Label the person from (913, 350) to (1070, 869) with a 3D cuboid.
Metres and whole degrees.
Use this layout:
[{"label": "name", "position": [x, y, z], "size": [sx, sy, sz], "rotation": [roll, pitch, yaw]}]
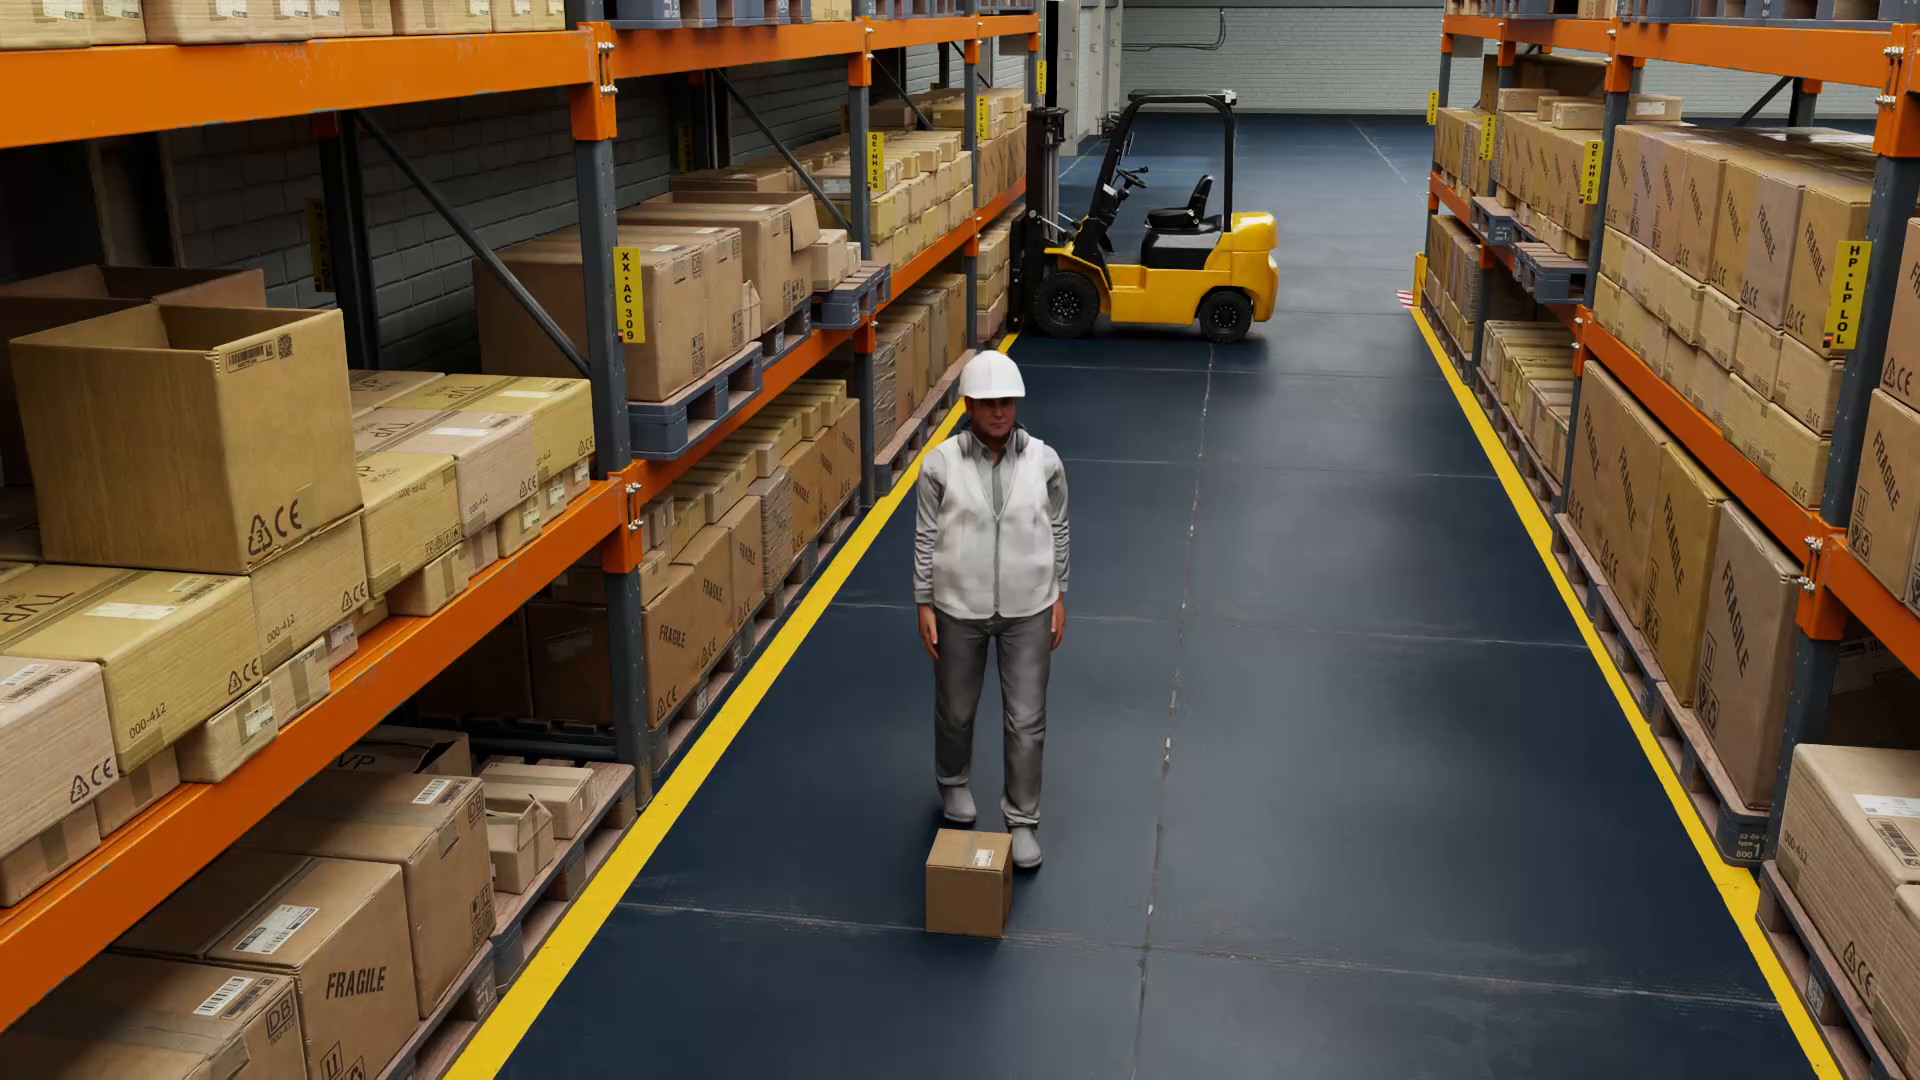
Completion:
[{"label": "person", "position": [0.112, 0.226, 5.777], "size": [0.550, 1.775, 0.652], "rotation": [-1, 18, -3]}]
